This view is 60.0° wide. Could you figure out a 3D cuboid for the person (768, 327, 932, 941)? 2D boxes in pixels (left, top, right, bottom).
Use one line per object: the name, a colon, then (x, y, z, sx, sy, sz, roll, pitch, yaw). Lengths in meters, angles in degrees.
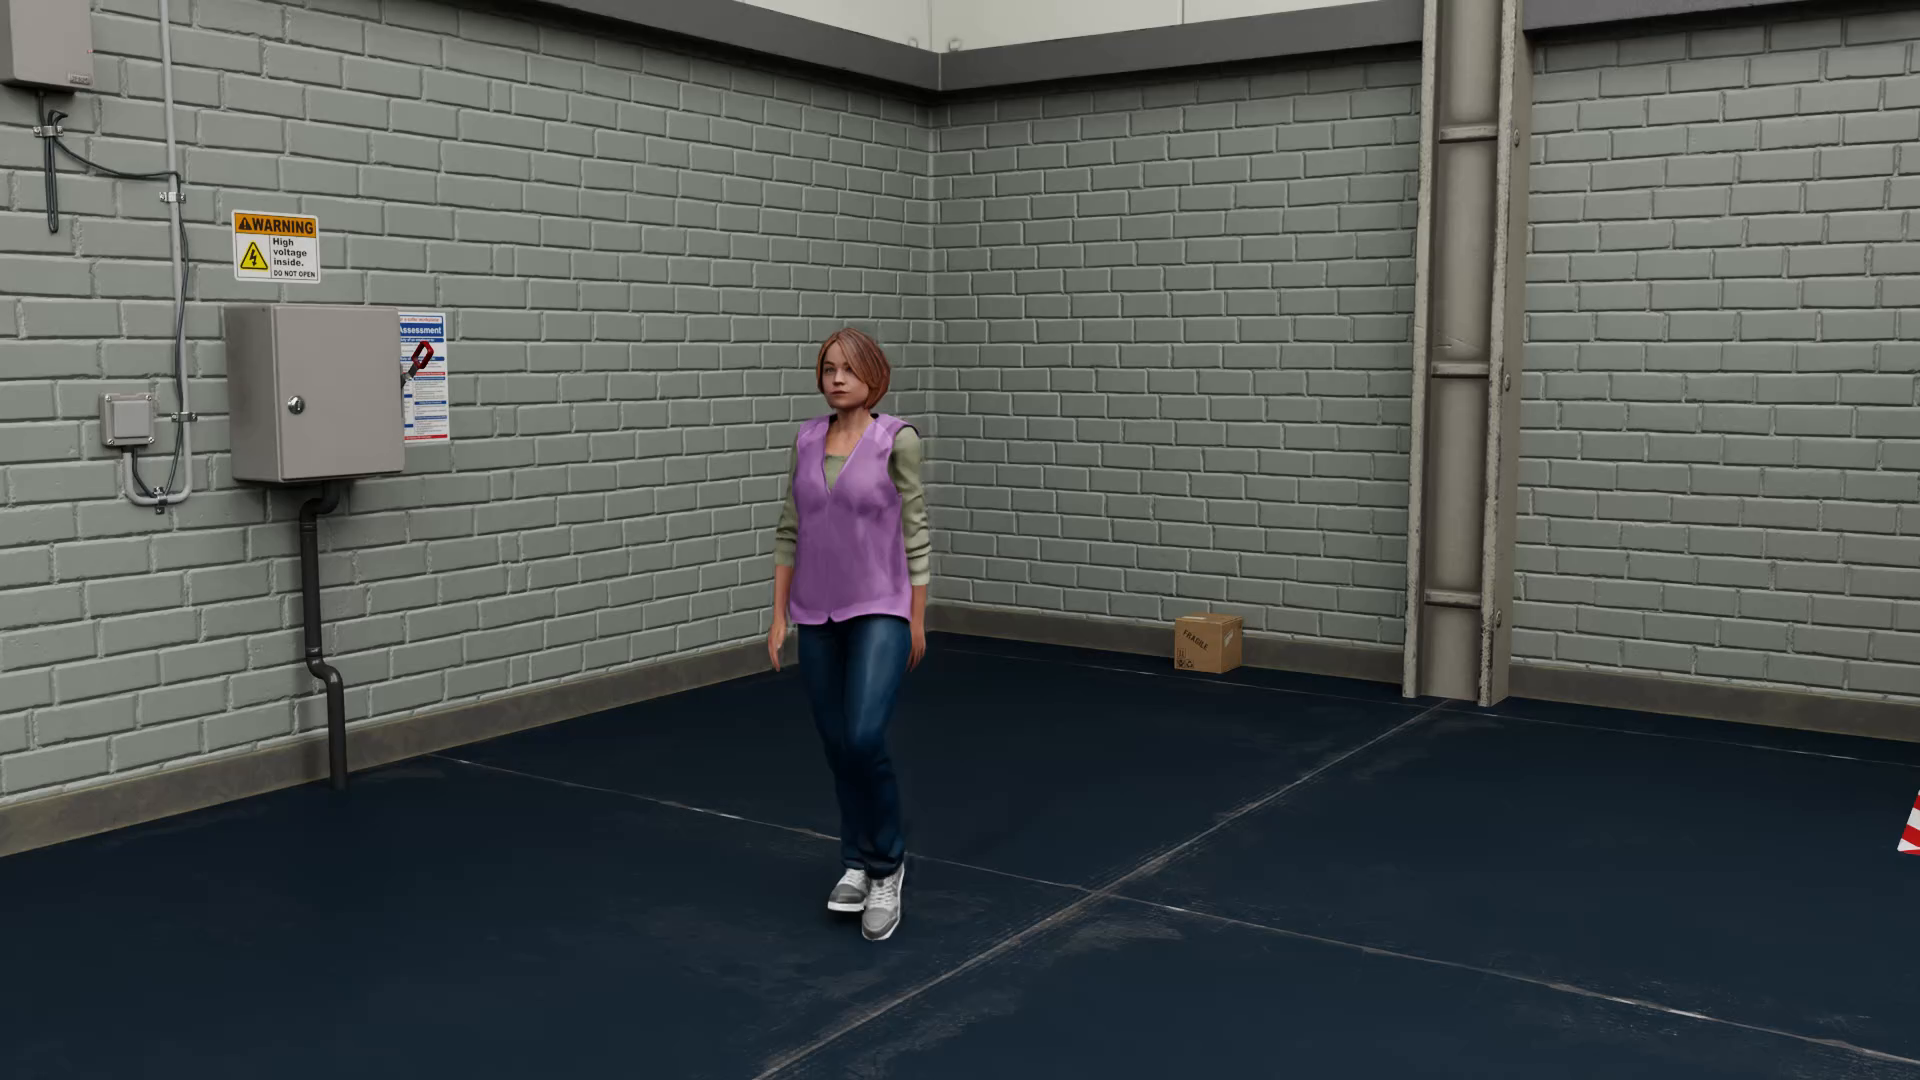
person: (-0.306, 0.248, 4.479, 0.415, 1.631, 0.451, 3, 7, 23)
